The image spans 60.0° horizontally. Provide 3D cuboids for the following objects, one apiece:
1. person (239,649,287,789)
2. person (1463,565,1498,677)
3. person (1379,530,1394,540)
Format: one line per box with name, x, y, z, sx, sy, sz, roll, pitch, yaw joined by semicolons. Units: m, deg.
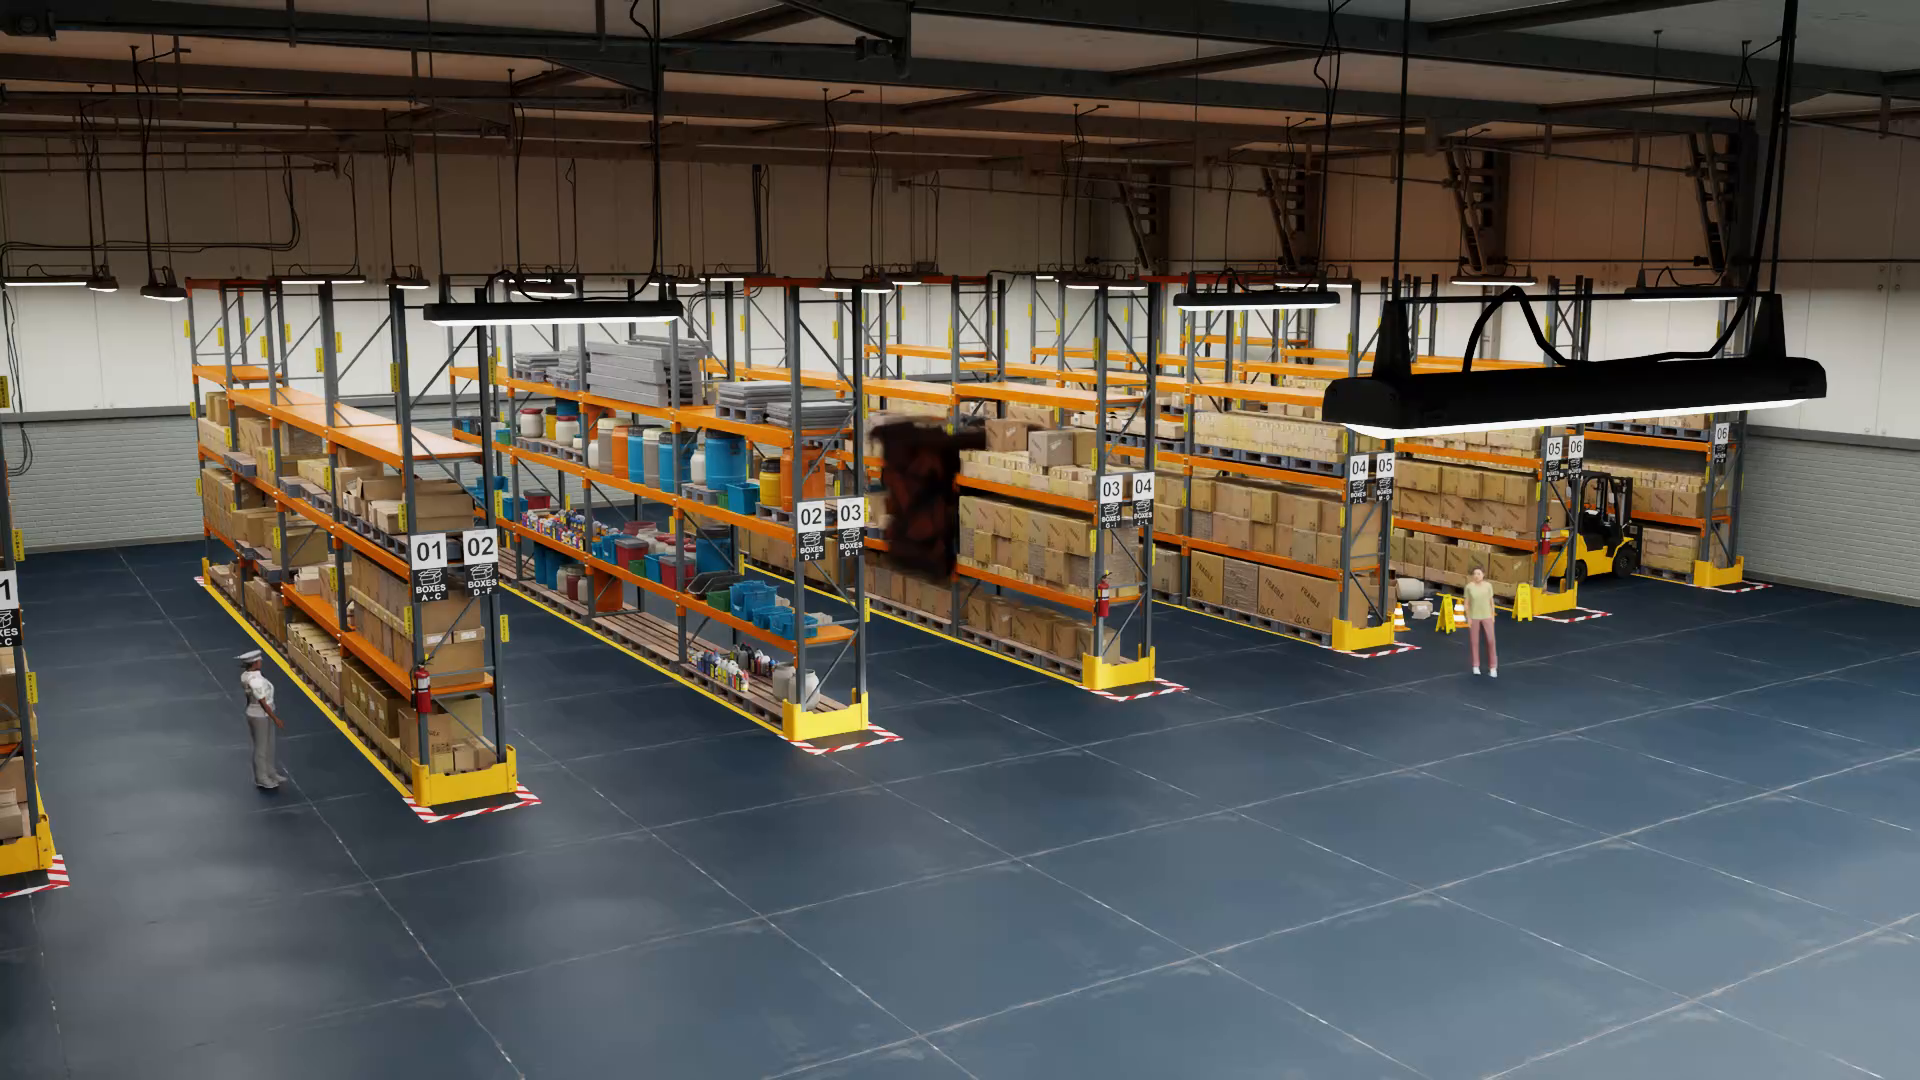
person;-8.431;2.168;20.182;0.511;1.699;0.516;-1;10;-8
person;8.042;1.233;25.662;0.557;1.690;0.450;2;10;12
person;9.808;-0.878;37.846;0.516;1.795;0.606;0;10;-2
